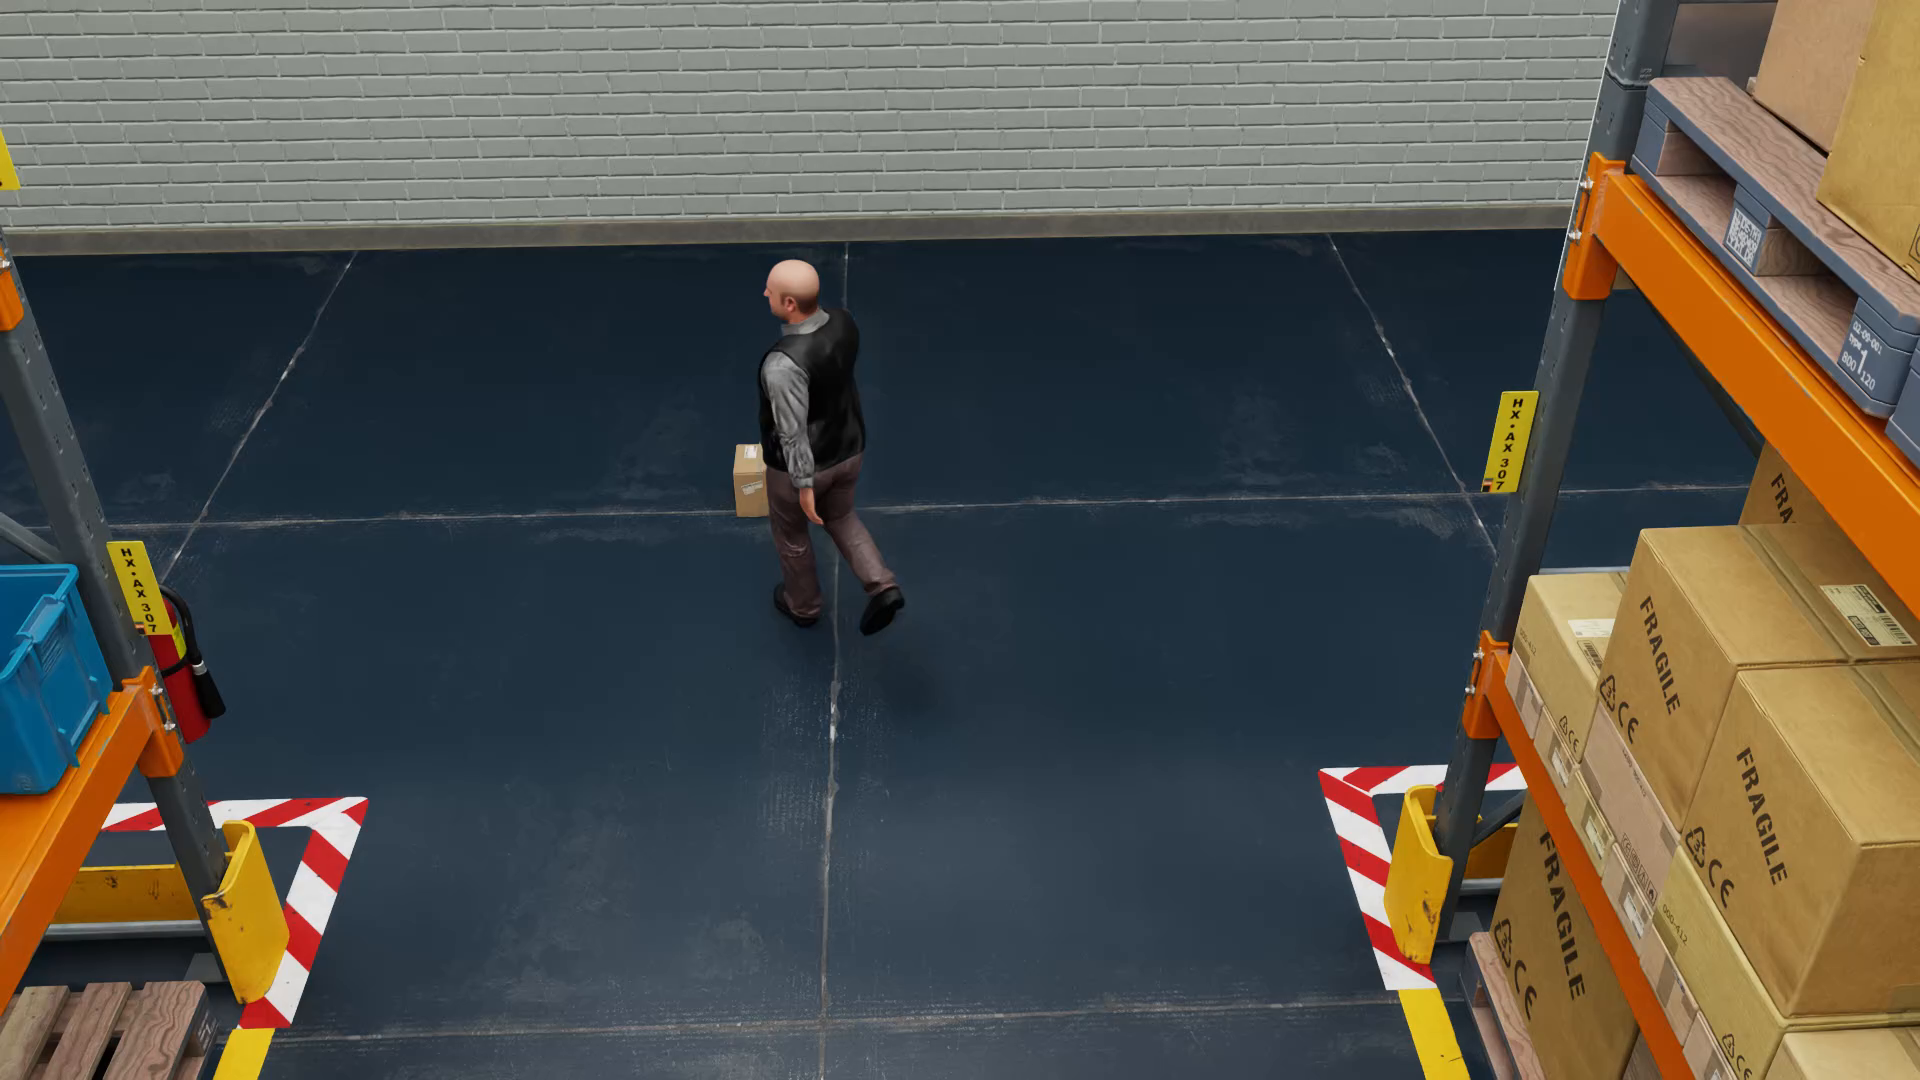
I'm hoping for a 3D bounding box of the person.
[{"bbox_3d":[-0.554,-0.312,6.606,0.737,1.704,0.495,28,44,34],"label":"person"}]
